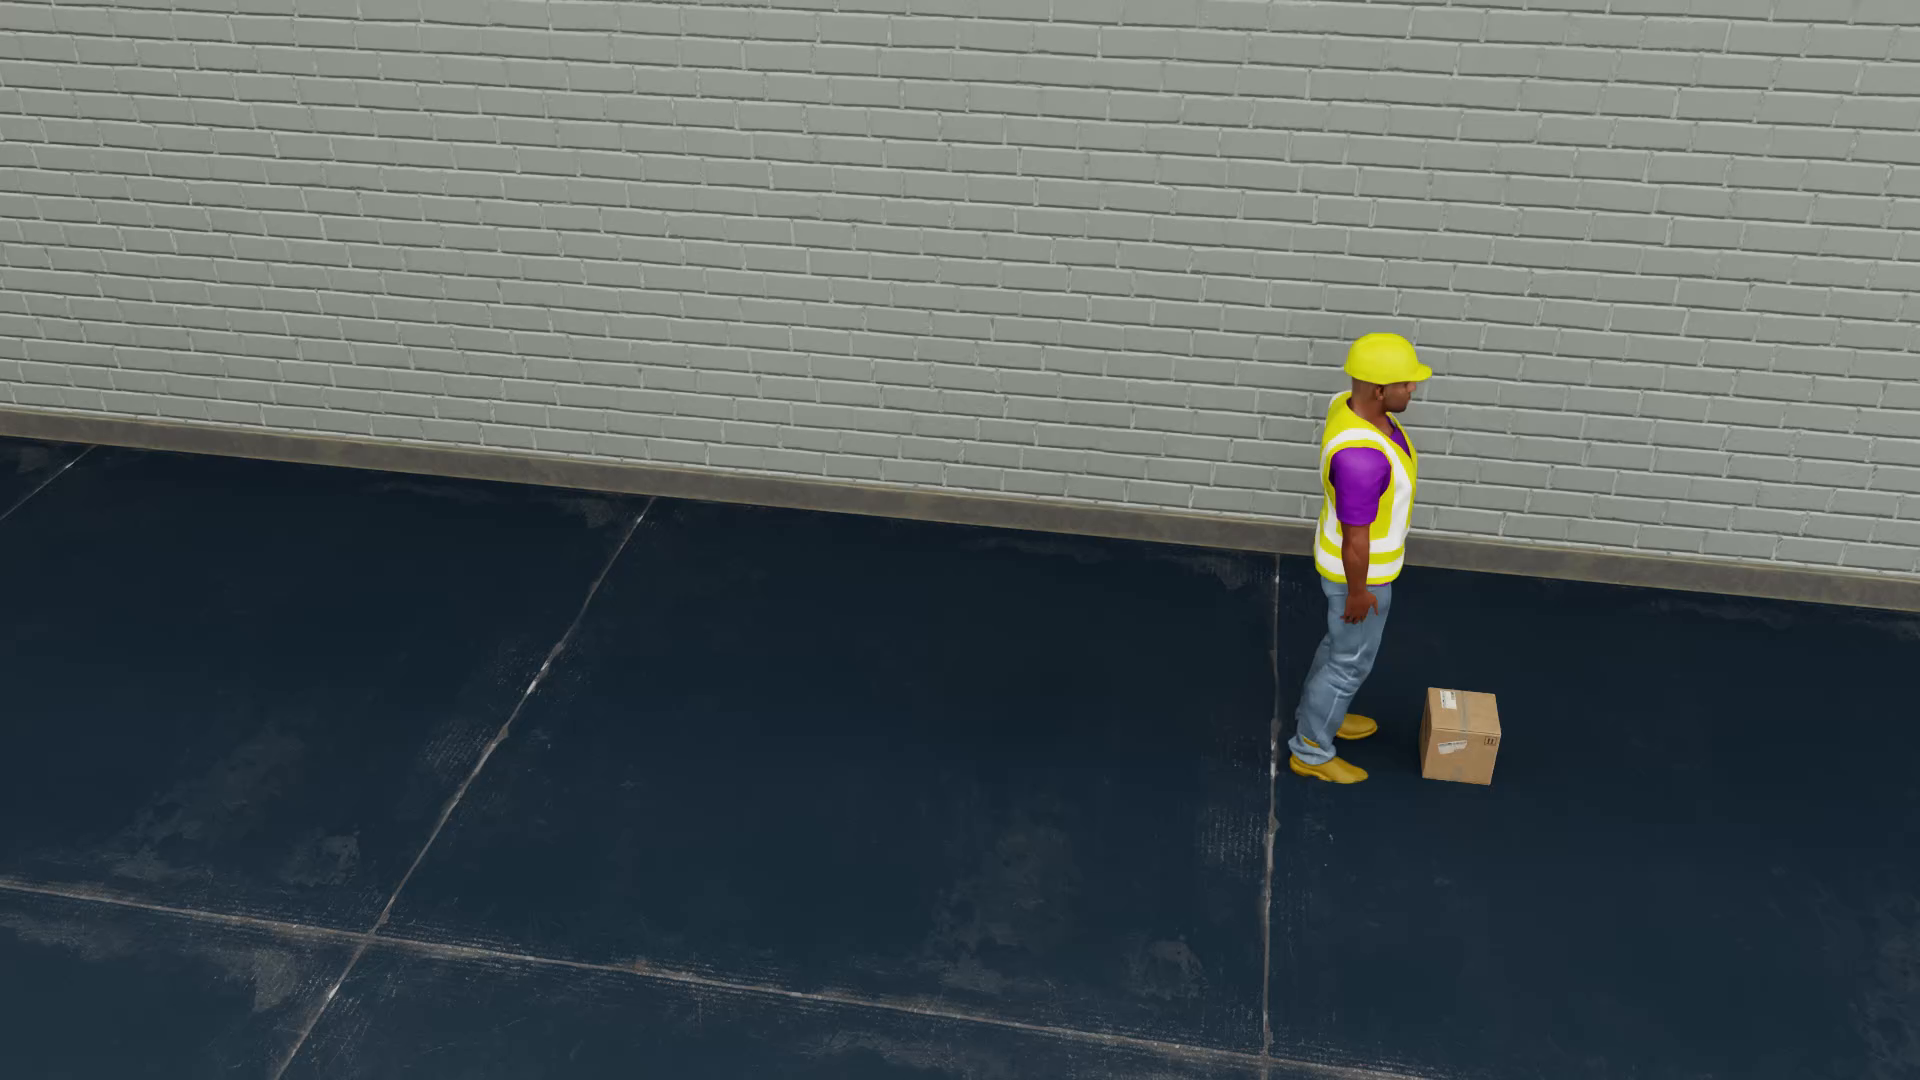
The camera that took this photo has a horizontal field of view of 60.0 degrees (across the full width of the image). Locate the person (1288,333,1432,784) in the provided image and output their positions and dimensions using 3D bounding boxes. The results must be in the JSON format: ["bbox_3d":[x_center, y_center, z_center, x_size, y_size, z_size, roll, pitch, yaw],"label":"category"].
[{"bbox_3d":[1.441,0.074,6.028,0.365,1.786,0.563,6,33,9],"label":"person"}]
